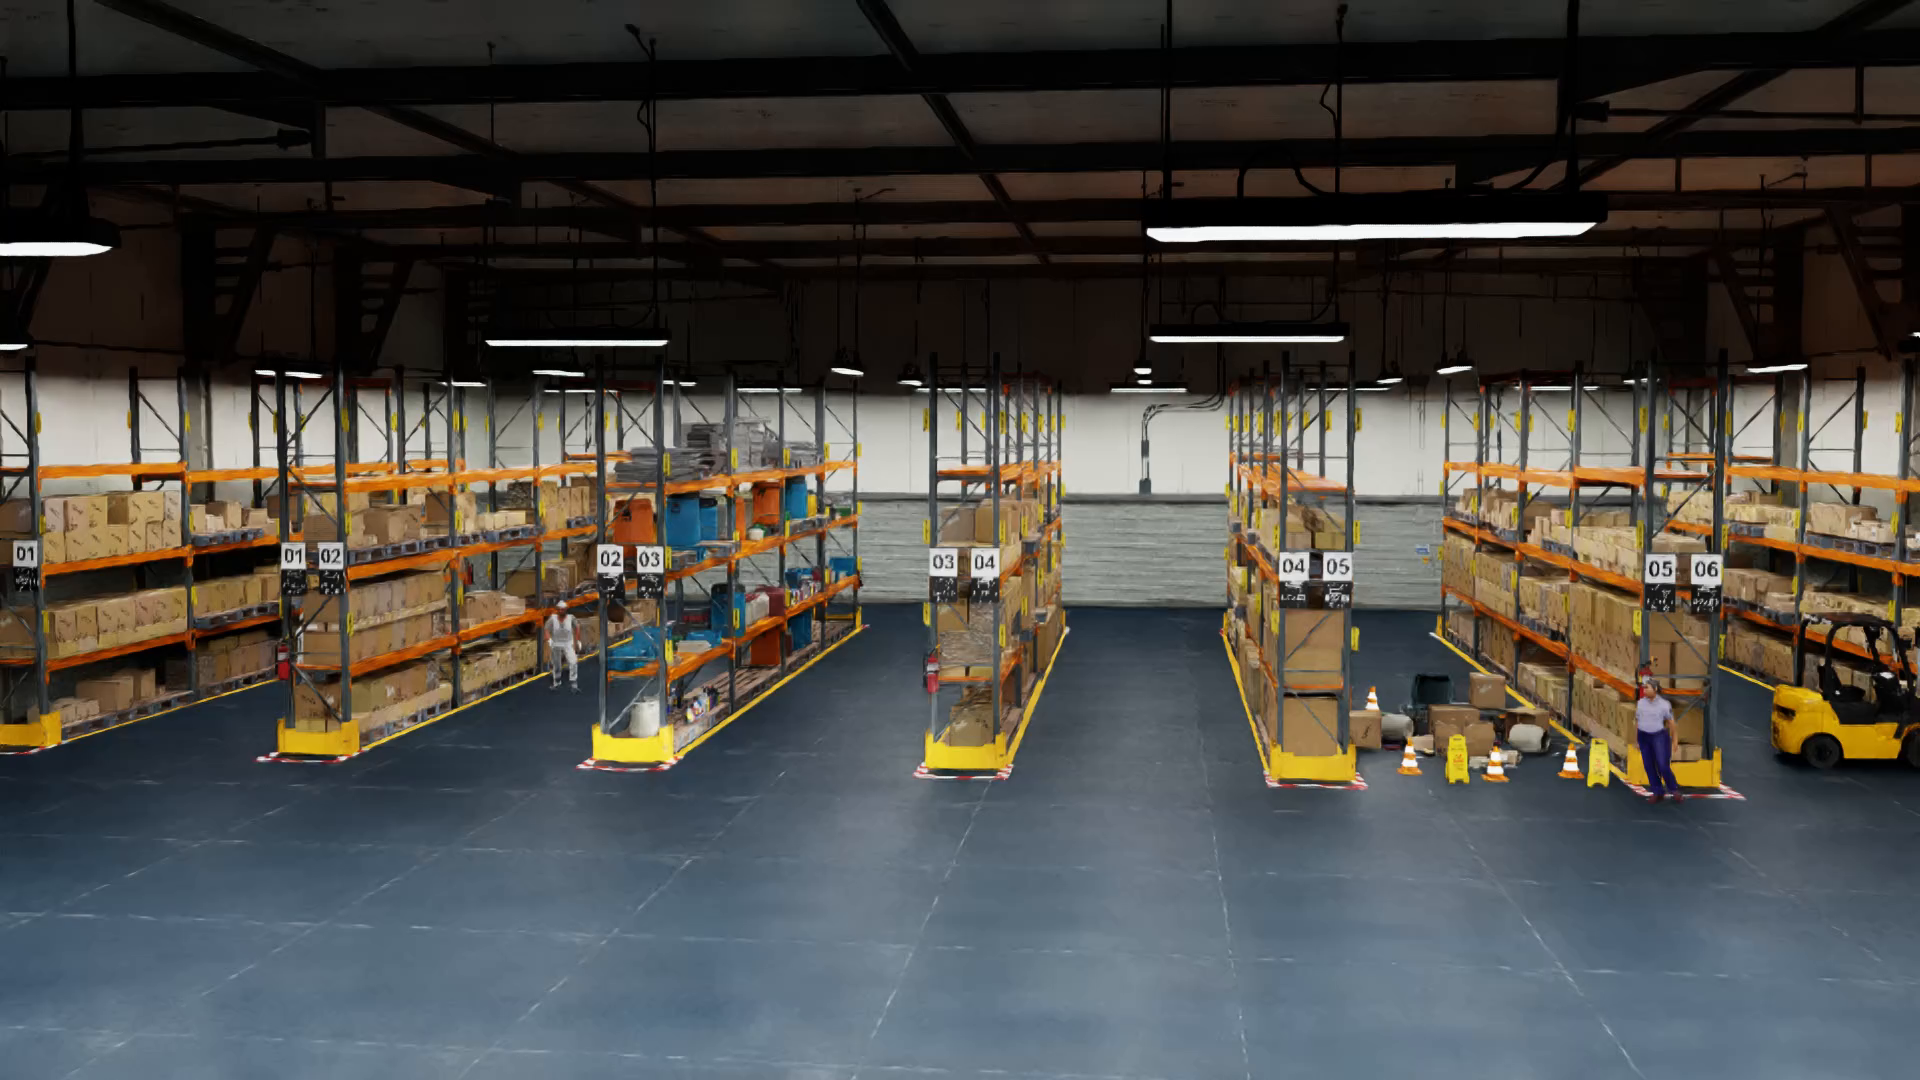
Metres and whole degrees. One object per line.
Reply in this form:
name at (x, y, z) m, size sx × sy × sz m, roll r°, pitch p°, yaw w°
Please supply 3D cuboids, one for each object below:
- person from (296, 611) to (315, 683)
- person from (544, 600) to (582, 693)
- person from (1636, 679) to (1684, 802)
person at (-11.115, 2.090, 28.451) m, size 0.452 × 1.768 × 0.632 m, roll -2°, pitch 4°, yaw -24°
person at (-7.341, 1.958, 30.770) m, size 0.686 × 1.716 × 0.838 m, roll -1°, pitch 4°, yaw -9°
person at (9.201, 2.646, 21.860) m, size 0.470 × 1.621 × 0.624 m, roll -3°, pitch 5°, yaw -38°
